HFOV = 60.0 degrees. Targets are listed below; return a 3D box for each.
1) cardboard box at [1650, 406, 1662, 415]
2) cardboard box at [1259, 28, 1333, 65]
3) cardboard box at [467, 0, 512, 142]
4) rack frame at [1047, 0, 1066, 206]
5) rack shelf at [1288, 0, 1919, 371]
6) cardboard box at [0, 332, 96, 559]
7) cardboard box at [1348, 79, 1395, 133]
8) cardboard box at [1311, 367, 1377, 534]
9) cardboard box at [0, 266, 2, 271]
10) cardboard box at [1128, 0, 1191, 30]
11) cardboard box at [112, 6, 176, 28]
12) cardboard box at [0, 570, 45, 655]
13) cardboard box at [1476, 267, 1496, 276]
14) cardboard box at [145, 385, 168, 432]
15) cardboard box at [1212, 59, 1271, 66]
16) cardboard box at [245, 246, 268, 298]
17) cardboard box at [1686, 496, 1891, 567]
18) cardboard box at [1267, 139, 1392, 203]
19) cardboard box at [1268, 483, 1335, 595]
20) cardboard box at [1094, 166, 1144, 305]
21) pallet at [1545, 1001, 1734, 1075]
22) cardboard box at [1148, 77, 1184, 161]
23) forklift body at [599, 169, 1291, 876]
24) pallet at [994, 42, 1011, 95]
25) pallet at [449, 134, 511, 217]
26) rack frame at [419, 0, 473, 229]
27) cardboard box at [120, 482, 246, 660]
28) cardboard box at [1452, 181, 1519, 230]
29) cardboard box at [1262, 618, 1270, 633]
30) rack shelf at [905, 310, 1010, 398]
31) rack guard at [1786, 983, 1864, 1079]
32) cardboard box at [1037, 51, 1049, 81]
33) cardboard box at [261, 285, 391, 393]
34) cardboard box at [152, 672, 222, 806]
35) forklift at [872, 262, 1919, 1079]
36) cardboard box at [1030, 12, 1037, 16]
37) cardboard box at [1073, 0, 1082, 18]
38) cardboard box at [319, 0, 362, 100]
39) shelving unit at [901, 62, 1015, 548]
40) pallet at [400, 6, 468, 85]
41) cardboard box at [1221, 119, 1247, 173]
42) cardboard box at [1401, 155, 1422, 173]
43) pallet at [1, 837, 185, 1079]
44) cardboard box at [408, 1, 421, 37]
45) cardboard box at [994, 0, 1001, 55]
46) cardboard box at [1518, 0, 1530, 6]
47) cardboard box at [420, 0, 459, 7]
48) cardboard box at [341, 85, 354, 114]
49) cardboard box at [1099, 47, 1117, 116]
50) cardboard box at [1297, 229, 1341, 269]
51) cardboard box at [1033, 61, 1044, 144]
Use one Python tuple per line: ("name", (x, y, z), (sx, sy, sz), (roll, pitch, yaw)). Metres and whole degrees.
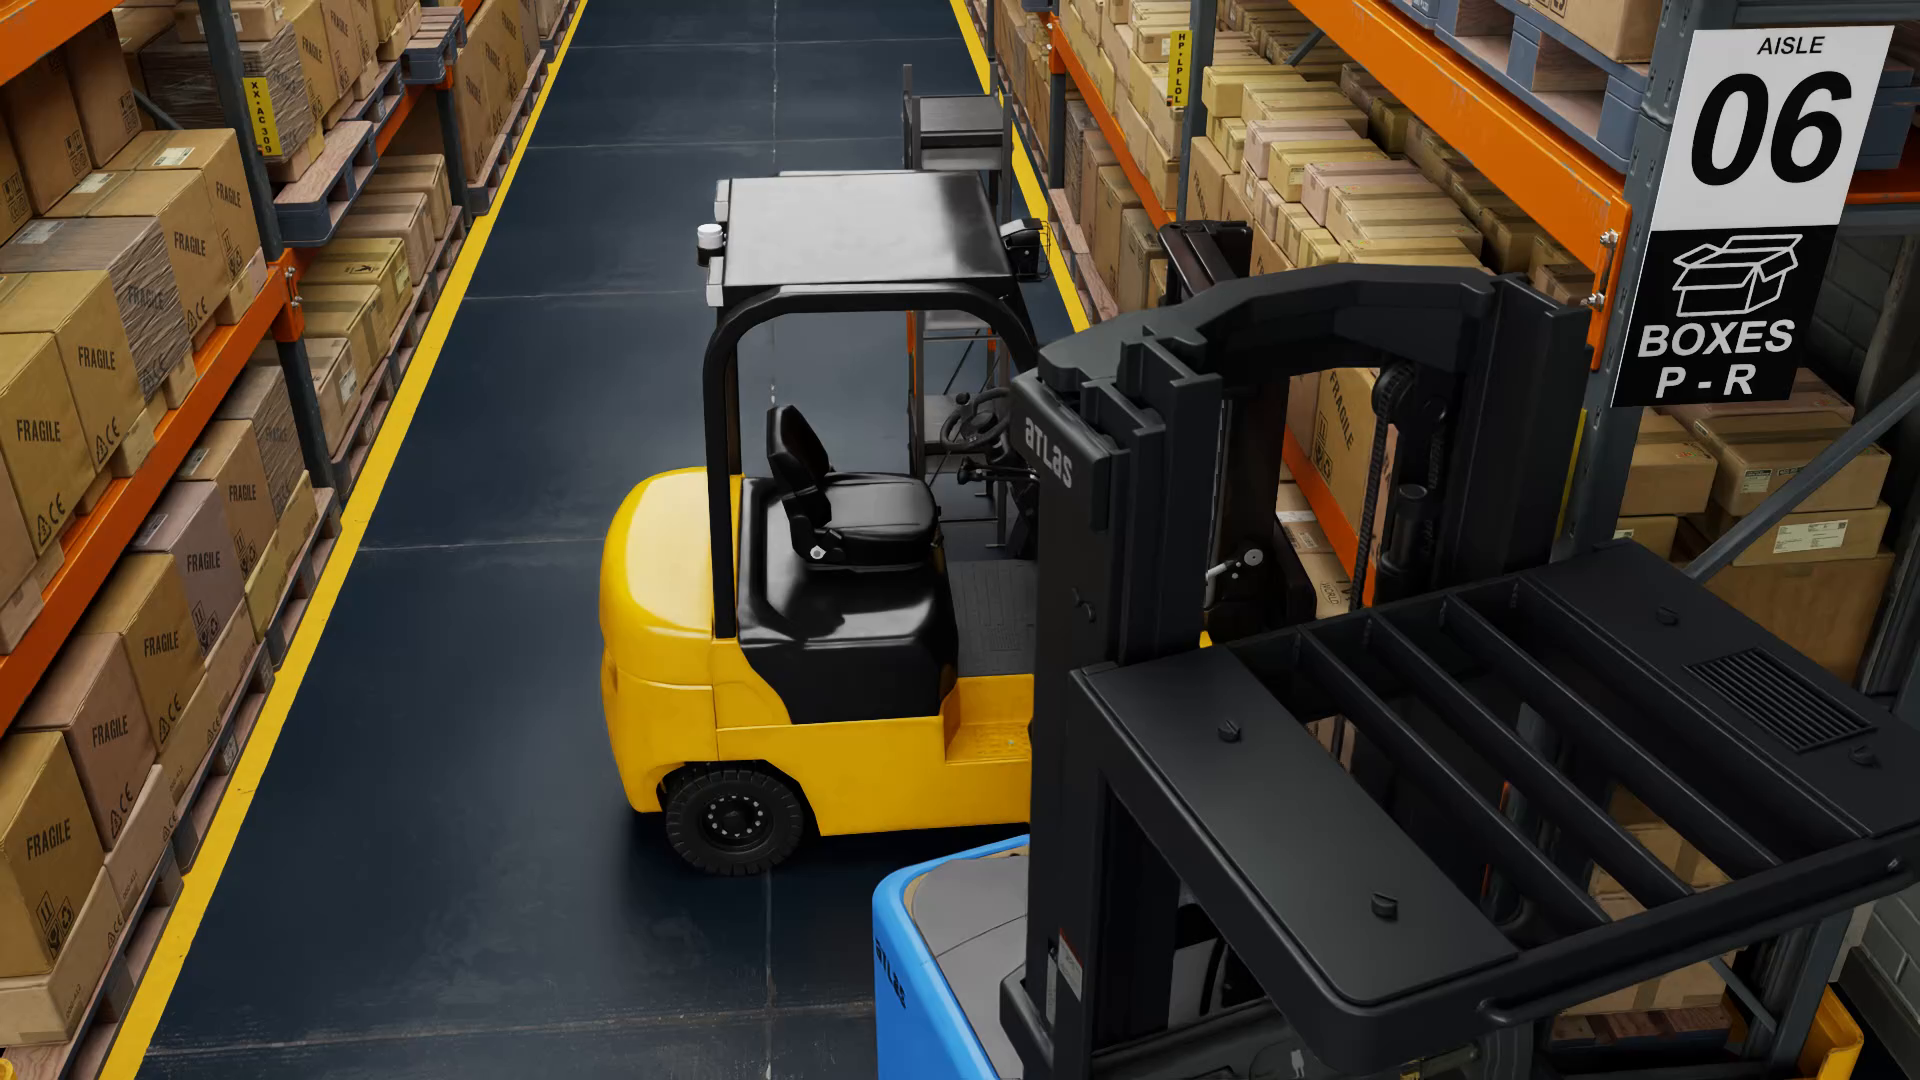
("cardboard box", (2.015, -0.461, 4.576), (0.380, 0.149, 0.250), (-2, 31, -4))
("cardboard box", (1.675, -2.381, 8.081), (0.380, 0.149, 0.250), (-3, 31, -5))
("cardboard box", (-3.887, -3.485, 12.322), (0.875, 0.875, 0.875), (-2, 31, -4))
("rack frame", (1.116, -3.645, 10.927), (1.000, 3.000, 0.127), (-3, 31, -5))
("rack shelf", (1.676, -1.560, 5.214), (1.077, 0.370, 4.000), (-3, 31, -5))
("cardboard box", (-2.947, -0.271, 4.891), (0.500, 0.500, 0.500), (-3, 31, -6))
("cardboard box", (1.802, -1.773, 6.773), (0.380, 0.149, 0.250), (-4, 31, -6))
("cardboard box", (1.468, -0.369, 5.345), (0.500, 0.500, 0.500), (-3, 31, -6))
("cardboard box", (-3.442, -0.946, 5.047), (0.700, 0.500, 0.500), (-3, 31, -5))
("cardboard box", (1.088, -2.739, 8.680), (0.380, 0.149, 0.250), (-2, 31, -4))
("cardboard box", (-3.771, -2.192, 7.697), (0.500, 0.500, 0.500), (-3, 31, -4))
("cardboard box", (-2.864, 0.205, 4.727), (0.380, 0.149, 0.250), (-2, 31, -4))
("cardboard box", (1.431, -0.697, 4.972), (0.380, 0.149, 0.250), (-2, 31, -3))
("cardboard box", (-3.026, -0.455, 5.831), (0.380, 0.149, 0.250), (-3, 31, -5))
("cardboard box", (1.237, -2.088, 7.590), (0.380, 0.149, 0.250), (-2, 31, -3))
("cardboard box", (-3.118, -1.106, 6.921), (0.380, 0.149, 0.250), (-3, 31, -5))
("cardboard box", (2.090, -0.067, 4.208), (0.380, 0.149, 0.250), (-4, 31, -6))
("cardboard box", (1.344, -1.348, 6.062), (0.380, 0.149, 0.250), (-3, 31, -5))
("cardboard box", (1.359, 0.014, 6.099), (0.500, 0.250, 0.500), (-3, 31, -6))
("cardboard box", (1.293, -1.810, 9.761), (0.875, 0.625, 0.625), (-4, 31, -7))
("pallet", (1.750, 1.248, 5.454), (1.003, 0.211, 1.213), (-3, 31, -5))
("cardboard box", (1.189, -1.991, 7.817), (0.500, 0.250, 0.500), (-3, 31, -6))
("forklift body", (-0.130, -0.077, 5.781), (2.313, 2.155, 1.214), (-3, 31, -5))
("pallet", (0.856, -4.076, 14.369), (1.003, 0.211, 1.213), (-3, 31, -5))
("pallet", (-3.824, -2.614, 11.921), (1.003, 0.211, 1.213), (-3, 31, -5))
("rack frame", (-3.826, -3.405, 10.526), (1.000, 3.000, 0.127), (-3, 31, -5))
("cardboard box", (-3.031, 0.125, 6.157), (0.500, 0.500, 0.500), (-1, 31, -2))
("cardboard box", (1.900, -1.117, 5.675), (0.380, 0.149, 0.250), (-2, 31, -3))
("cardboard box", (1.358, 0.217, 6.246), (0.500, 0.250, 0.500), (-3, 31, -5))
("rack shelf", (-0.015, -0.974, 7.360), (0.431, 0.518, 0.480), (-3, 31, -5))
("rack guard", (1.866, 1.525, 4.709), (1.175, 0.500, 0.348), (-3, 31, -5))
("cardboard box", (0.761, -3.408, 11.927), (0.380, 0.149, 0.250), (-4, 31, -7))
("cardboard box", (-3.574, -1.050, 8.735), (0.950, 0.372, 0.625), (-1, 31, -1))
("cardboard box", (-2.982, 0.715, 5.899), (0.500, 0.250, 0.500), (-1, 31, -1))
("forklift", (0.784, 1.122, 3.013), (1.130, 2.935, 3.031), (-12, 33, -19))
("cardboard box", (0.749, -4.077, 13.045), (0.380, 0.149, 0.250), (-3, 31, -4))
("cardboard box", (0.960, -3.301, 10.010), (0.500, 0.250, 0.500), (-2, 31, -3))
("cardboard box", (-3.290, -2.476, 8.172), (0.500, 0.500, 0.500), (-3, 31, -5))
("shelving unit", (-0.015, -0.986, 7.353), (0.431, 2.100, 0.503), (-3, 31, -5))
("pallet", (-3.653, -2.964, 9.974), (1.213, 0.211, 1.003), (-3, 31, -5))
("cardboard box", (1.283, -1.616, 6.801), (0.380, 0.149, 0.250), (-2, 31, -3))
("cardboard box", (1.912, -1.380, 6.405), (0.380, 0.149, 0.250), (-3, 31, -4))
("pallet", (-3.126, 1.421, 5.165), (1.003, 0.211, 1.213), (-3, 31, -5))
("cardboard box", (-3.396, -3.062, 9.786), (0.380, 0.149, 0.250), (-3, 31, -5))
("cardboard box", (0.563, -4.536, 14.448), (0.500, 0.500, 0.500), (-1, 31, -2))
("cardboard box", (1.484, -1.372, 3.935), (0.380, 0.149, 0.250), (-4, 31, -6))
("cardboard box", (-3.621, -3.603, 11.002), (0.500, 0.250, 0.500), (-3, 31, -5))
("cardboard box", (-3.310, -2.261, 8.446), (0.380, 0.149, 0.250), (-3, 31, -4))
("cardboard box", (1.058, -2.558, 9.253), (0.500, 0.250, 0.500), (-2, 31, -3))
("cardboard box", (1.382, -0.958, 5.699), (0.380, 0.149, 0.250), (-3, 31, -6))
("cardboard box", (0.826, -3.214, 12.233), (0.500, 0.500, 0.500), (-3, 31, -5))
